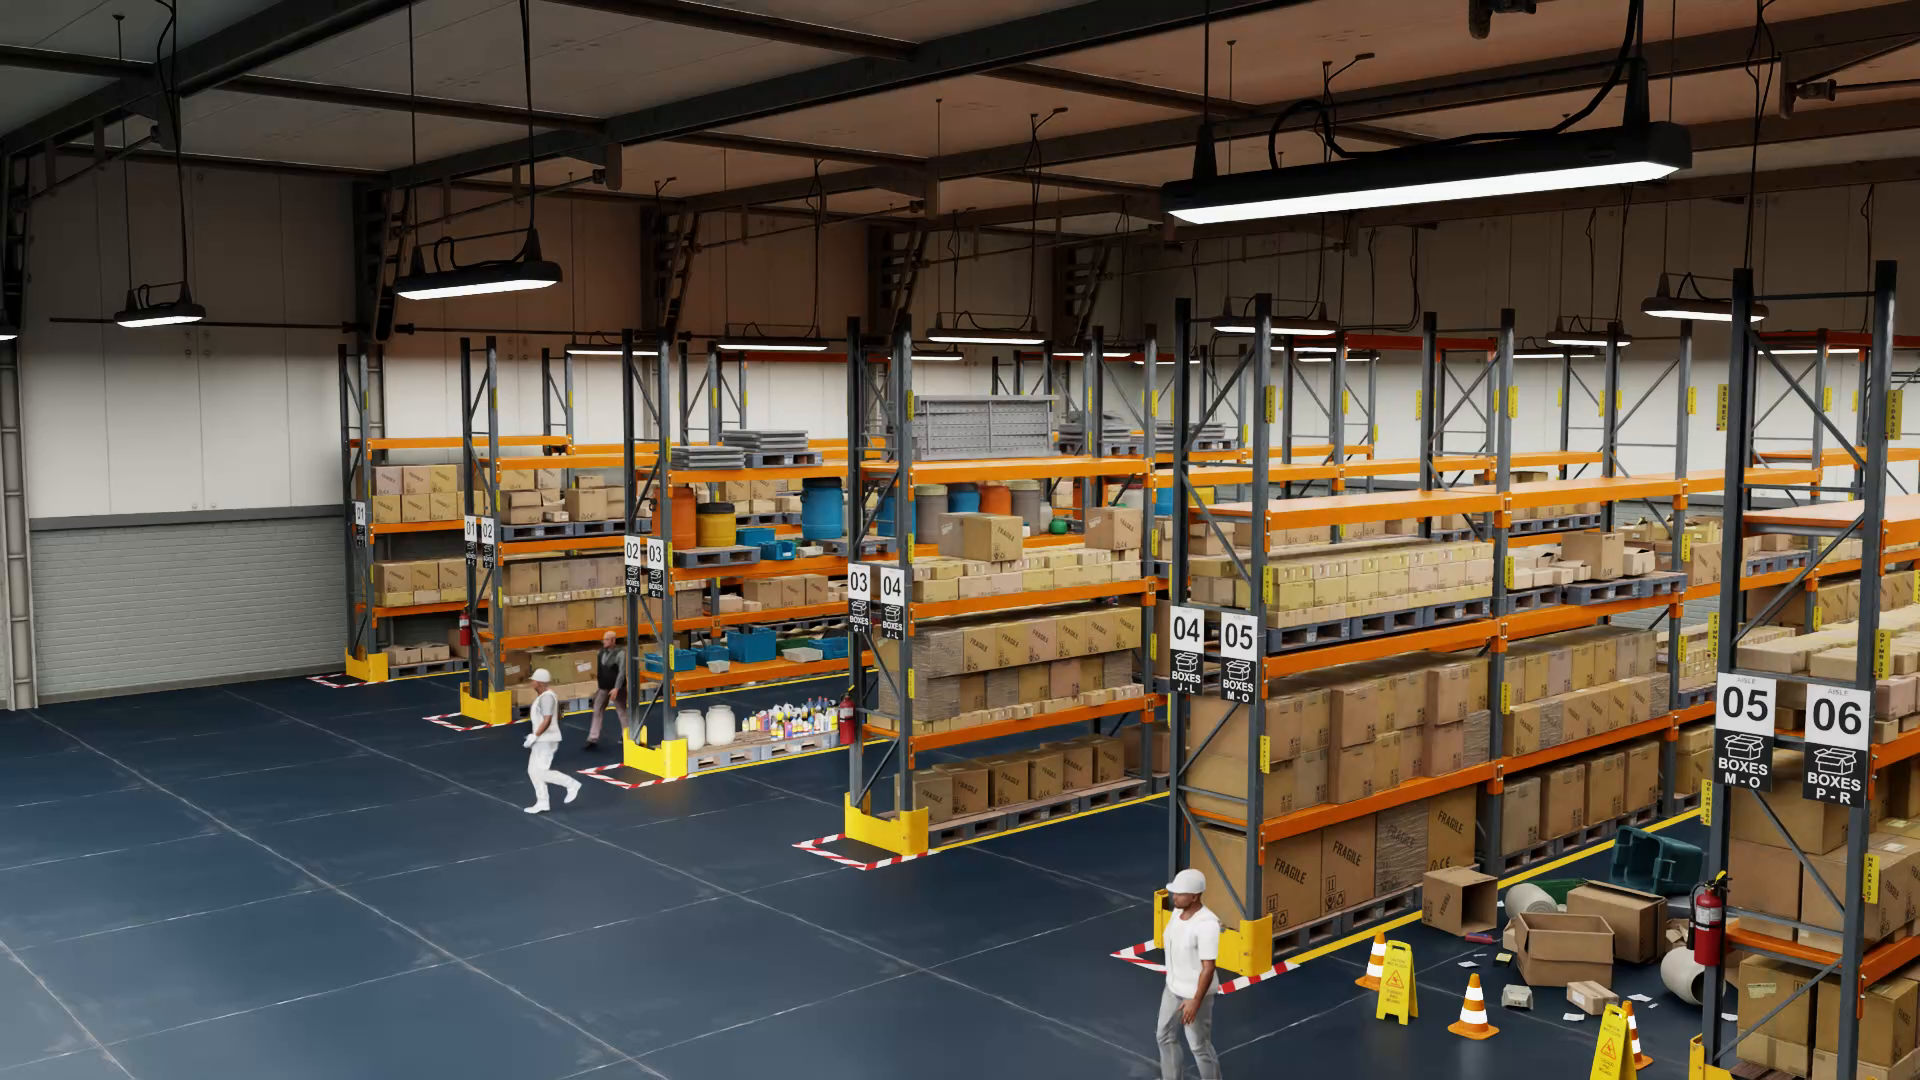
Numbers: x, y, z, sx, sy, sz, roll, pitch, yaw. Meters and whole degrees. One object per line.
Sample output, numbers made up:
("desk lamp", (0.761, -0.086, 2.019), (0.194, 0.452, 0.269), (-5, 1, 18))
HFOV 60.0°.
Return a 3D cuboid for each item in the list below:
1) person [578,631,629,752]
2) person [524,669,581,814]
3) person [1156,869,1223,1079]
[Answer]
("person", (-5.064, 2.159, 24.016), (0.554, 1.697, 0.884), (2, 6, 22))
("person", (-5.041, 2.461, 20.497), (0.689, 1.752, 0.596), (-2, 5, -19))
("person", (1.627, 3.242, 11.862), (0.555, 1.823, 0.631), (-2, 6, -22))
